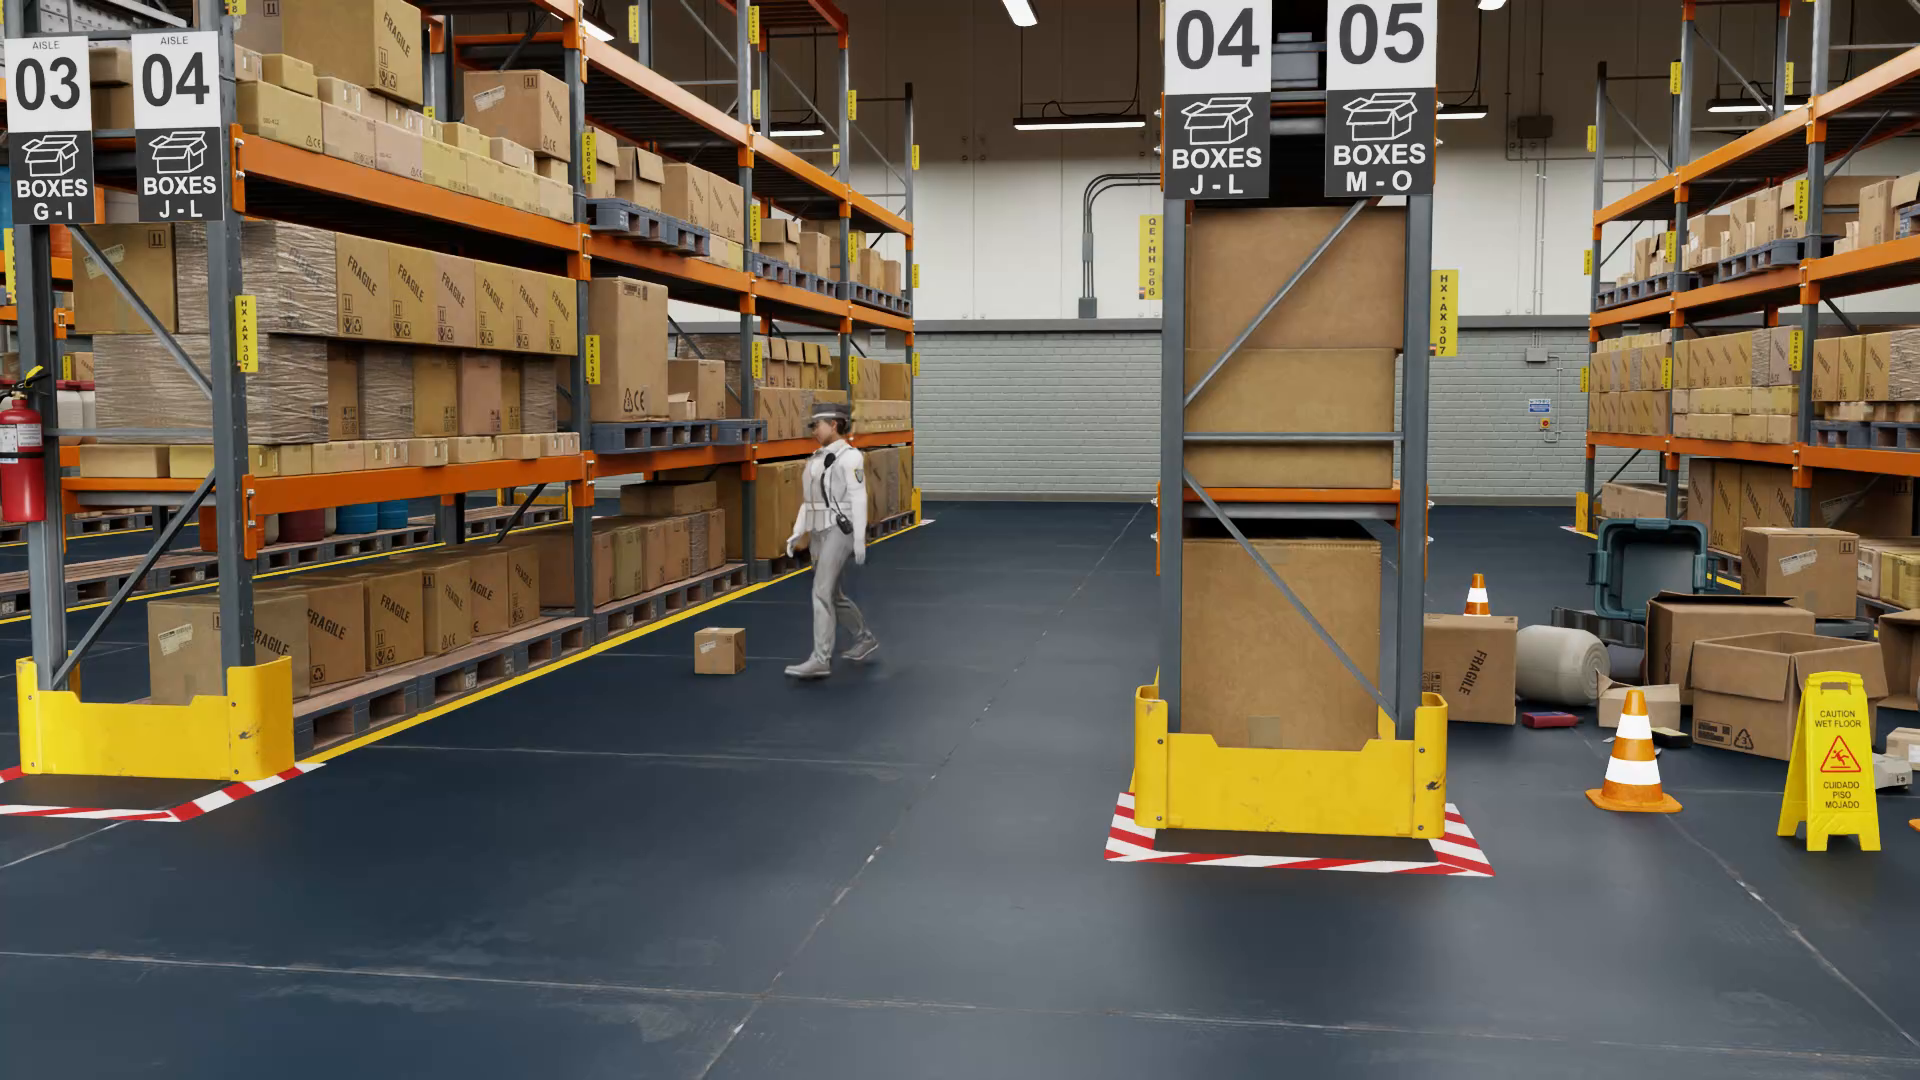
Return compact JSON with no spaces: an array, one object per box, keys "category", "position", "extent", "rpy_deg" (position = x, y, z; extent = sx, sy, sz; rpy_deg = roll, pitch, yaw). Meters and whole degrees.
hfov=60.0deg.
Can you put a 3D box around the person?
[{"category":"person","position":[-0.795,-0.023,10.105],"extent":[0.816,1.620,0.492],"rpy_deg":[-3,6,-36]}]
